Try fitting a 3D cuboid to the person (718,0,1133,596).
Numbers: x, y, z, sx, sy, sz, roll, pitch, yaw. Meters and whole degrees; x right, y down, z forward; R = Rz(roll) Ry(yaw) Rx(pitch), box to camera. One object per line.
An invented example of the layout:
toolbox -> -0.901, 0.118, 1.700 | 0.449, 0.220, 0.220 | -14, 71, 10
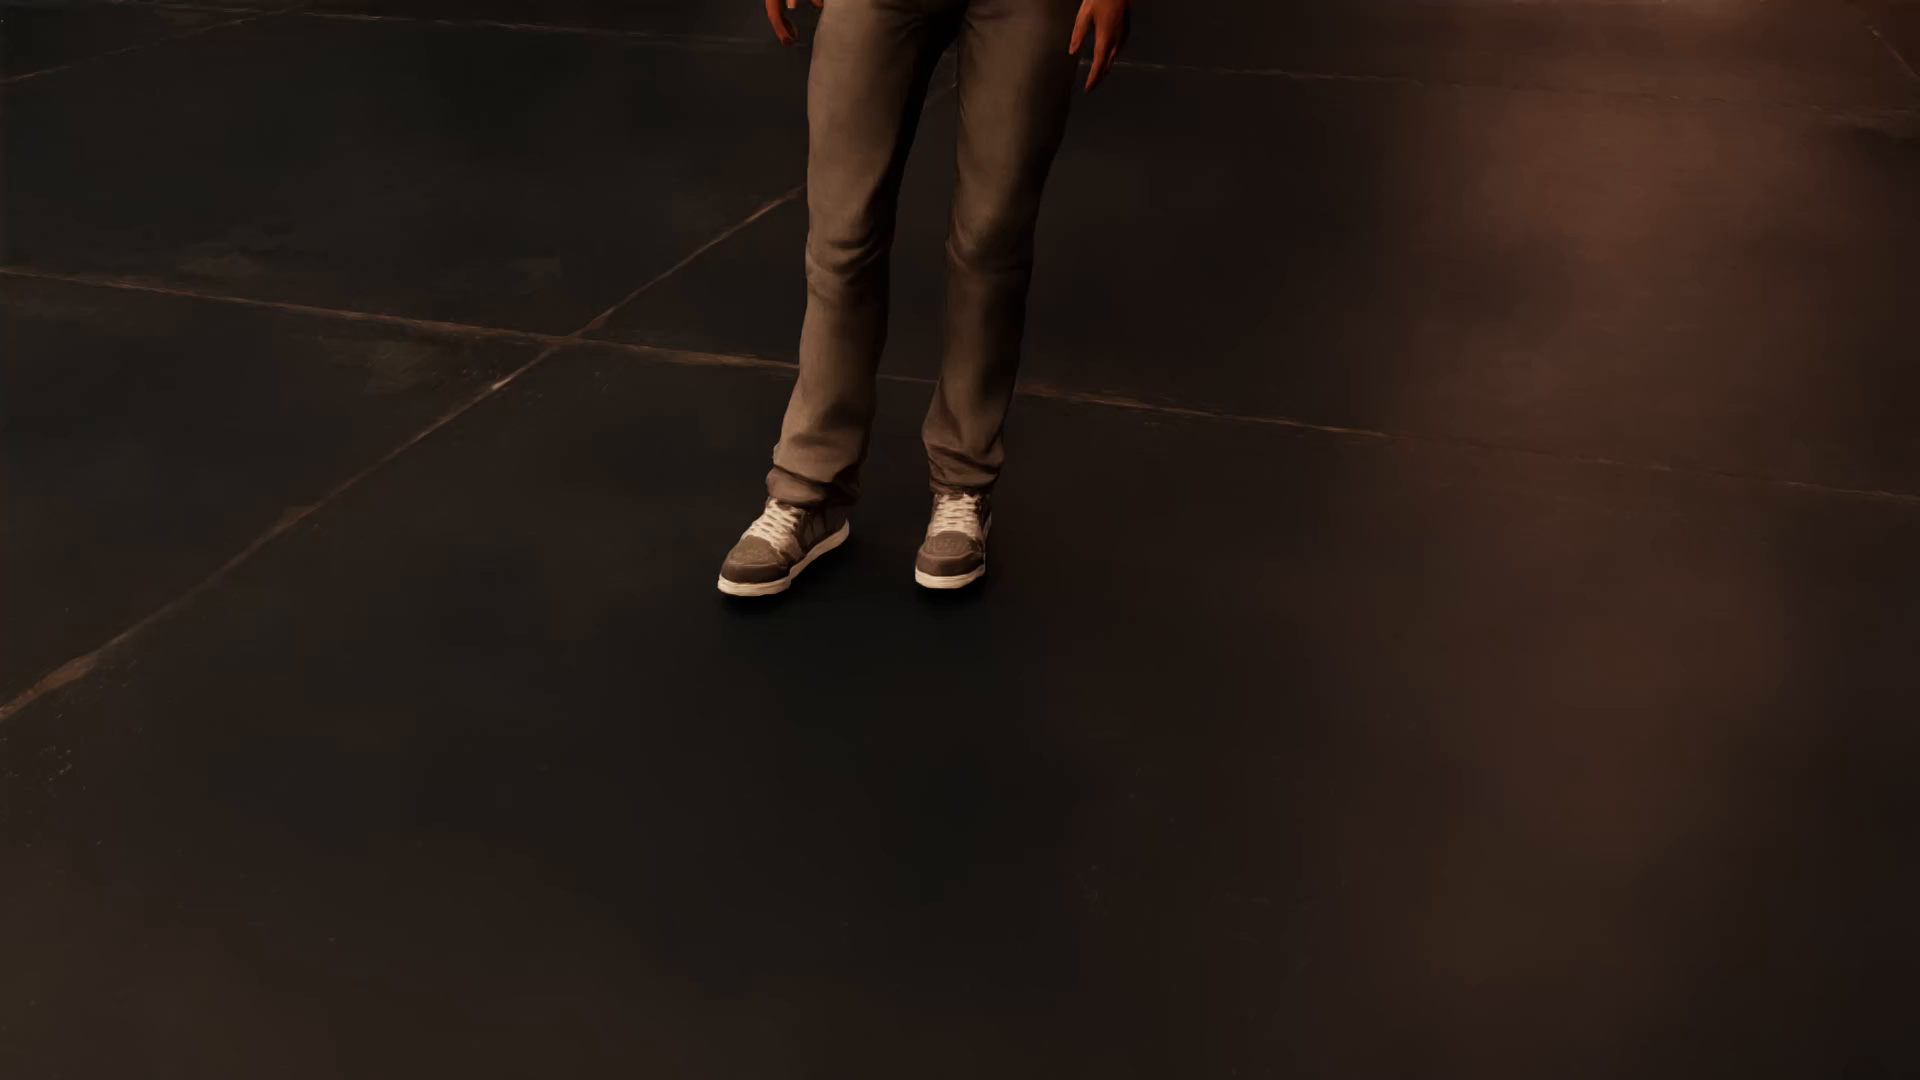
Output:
person -> -0.036, -0.688, 2.075 | 0.521, 1.597, 0.474 | 8, 28, 16
